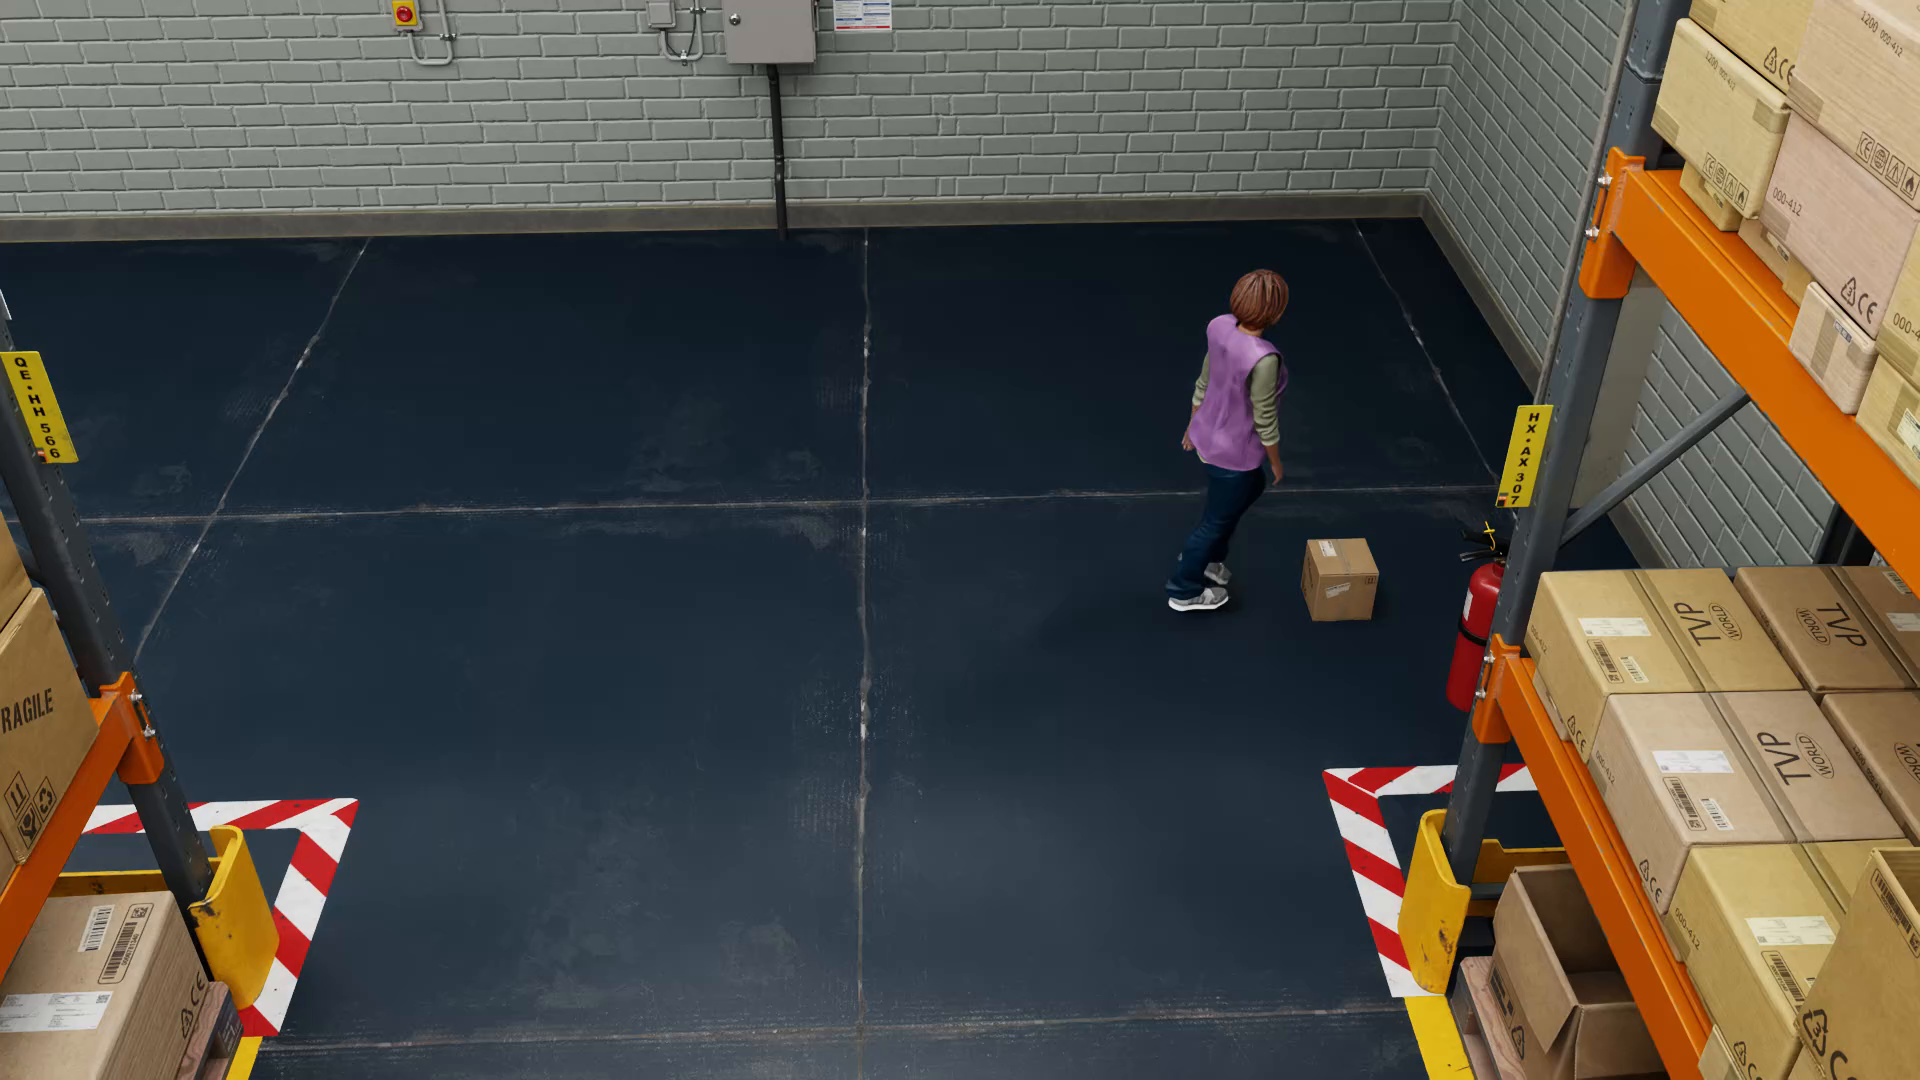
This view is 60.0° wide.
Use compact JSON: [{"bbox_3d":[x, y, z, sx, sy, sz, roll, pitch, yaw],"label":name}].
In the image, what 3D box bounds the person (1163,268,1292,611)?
[{"bbox_3d":[1.091,-0.344,6.640,0.460,1.632,0.459,-10,37,-14],"label":"person"}]
